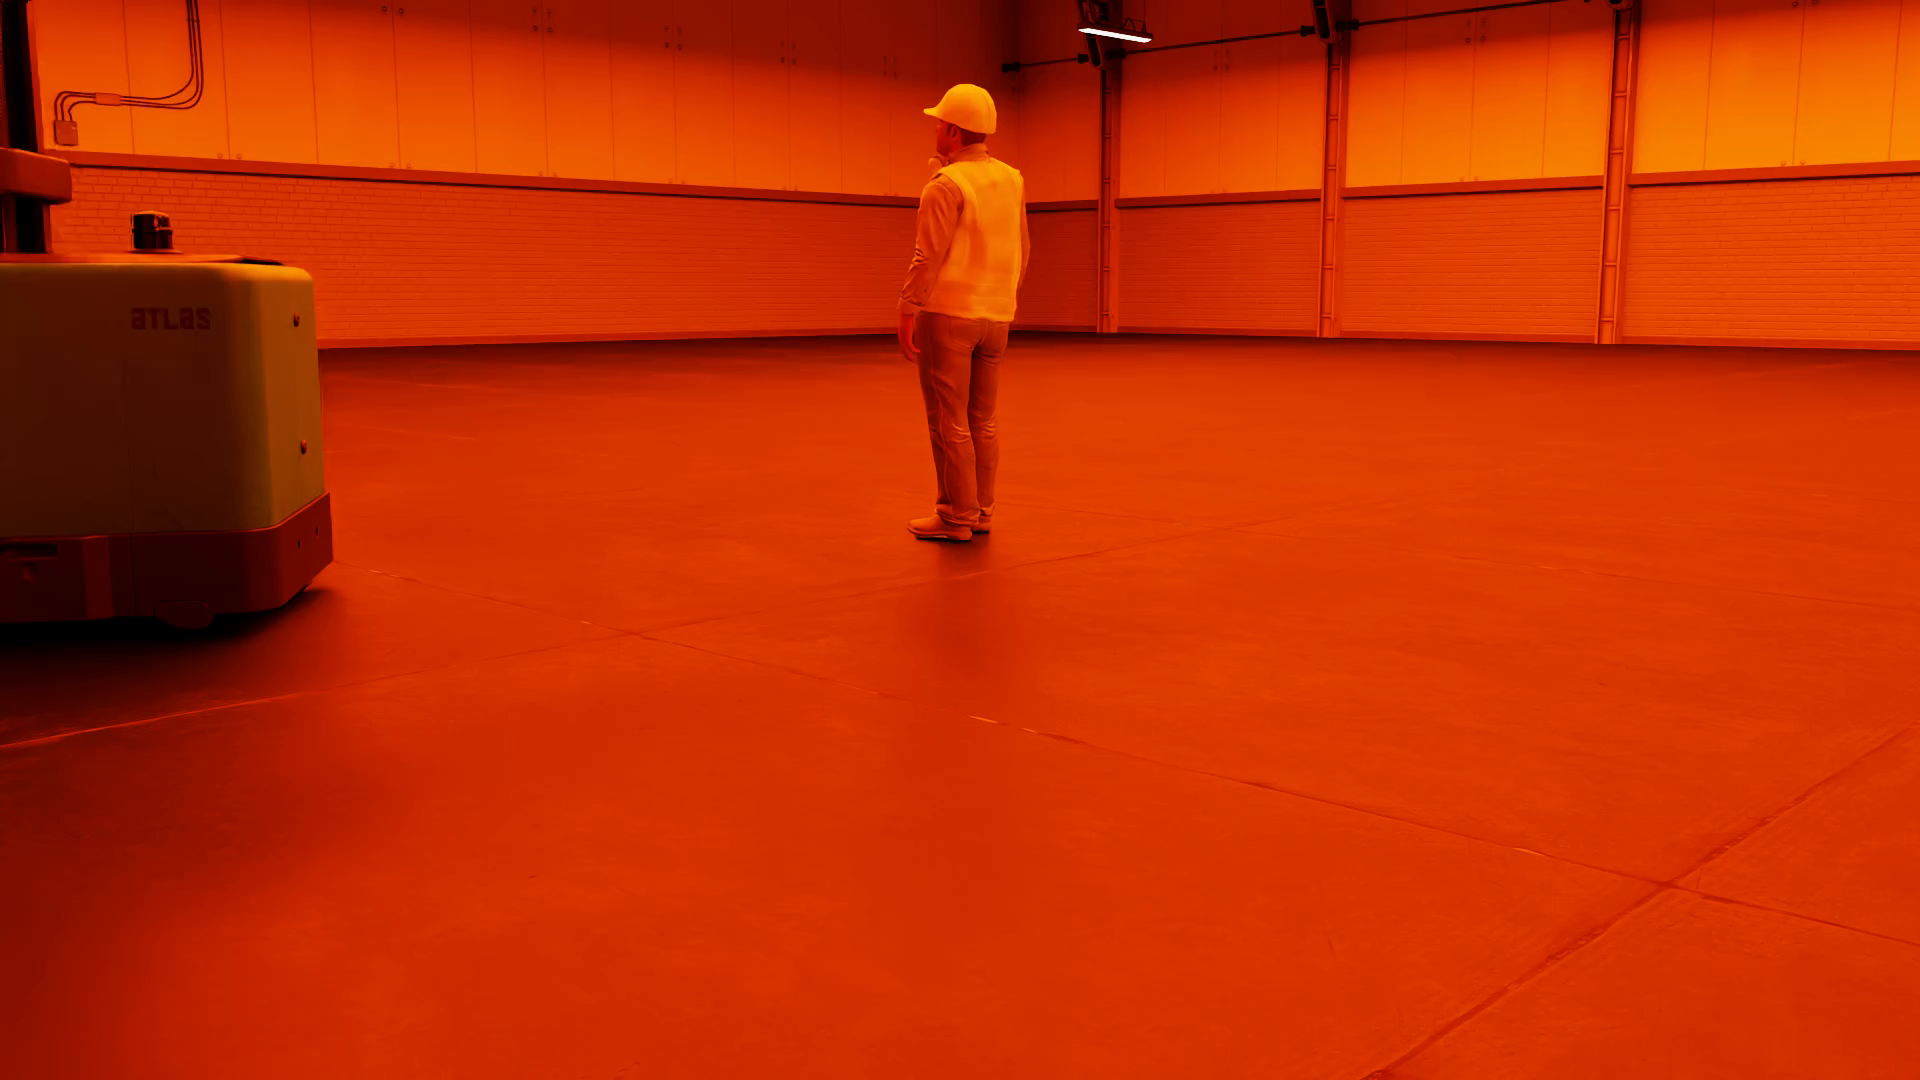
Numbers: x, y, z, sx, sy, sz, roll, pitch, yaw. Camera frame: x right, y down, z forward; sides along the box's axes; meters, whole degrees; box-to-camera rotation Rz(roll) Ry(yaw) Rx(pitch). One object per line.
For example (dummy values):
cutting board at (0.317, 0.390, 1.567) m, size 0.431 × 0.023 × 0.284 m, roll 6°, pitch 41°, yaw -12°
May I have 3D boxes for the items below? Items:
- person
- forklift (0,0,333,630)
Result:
person at (-0.039, -0.892, 6.633) m, size 0.568 × 1.773 × 0.632 m, roll 8°, pitch 12°, yaw 43°
forklift at (-3.579, -1.202, 4.855) m, size 3.031 × 2.935 × 1.130 m, roll -2°, pitch 9°, yaw -11°
